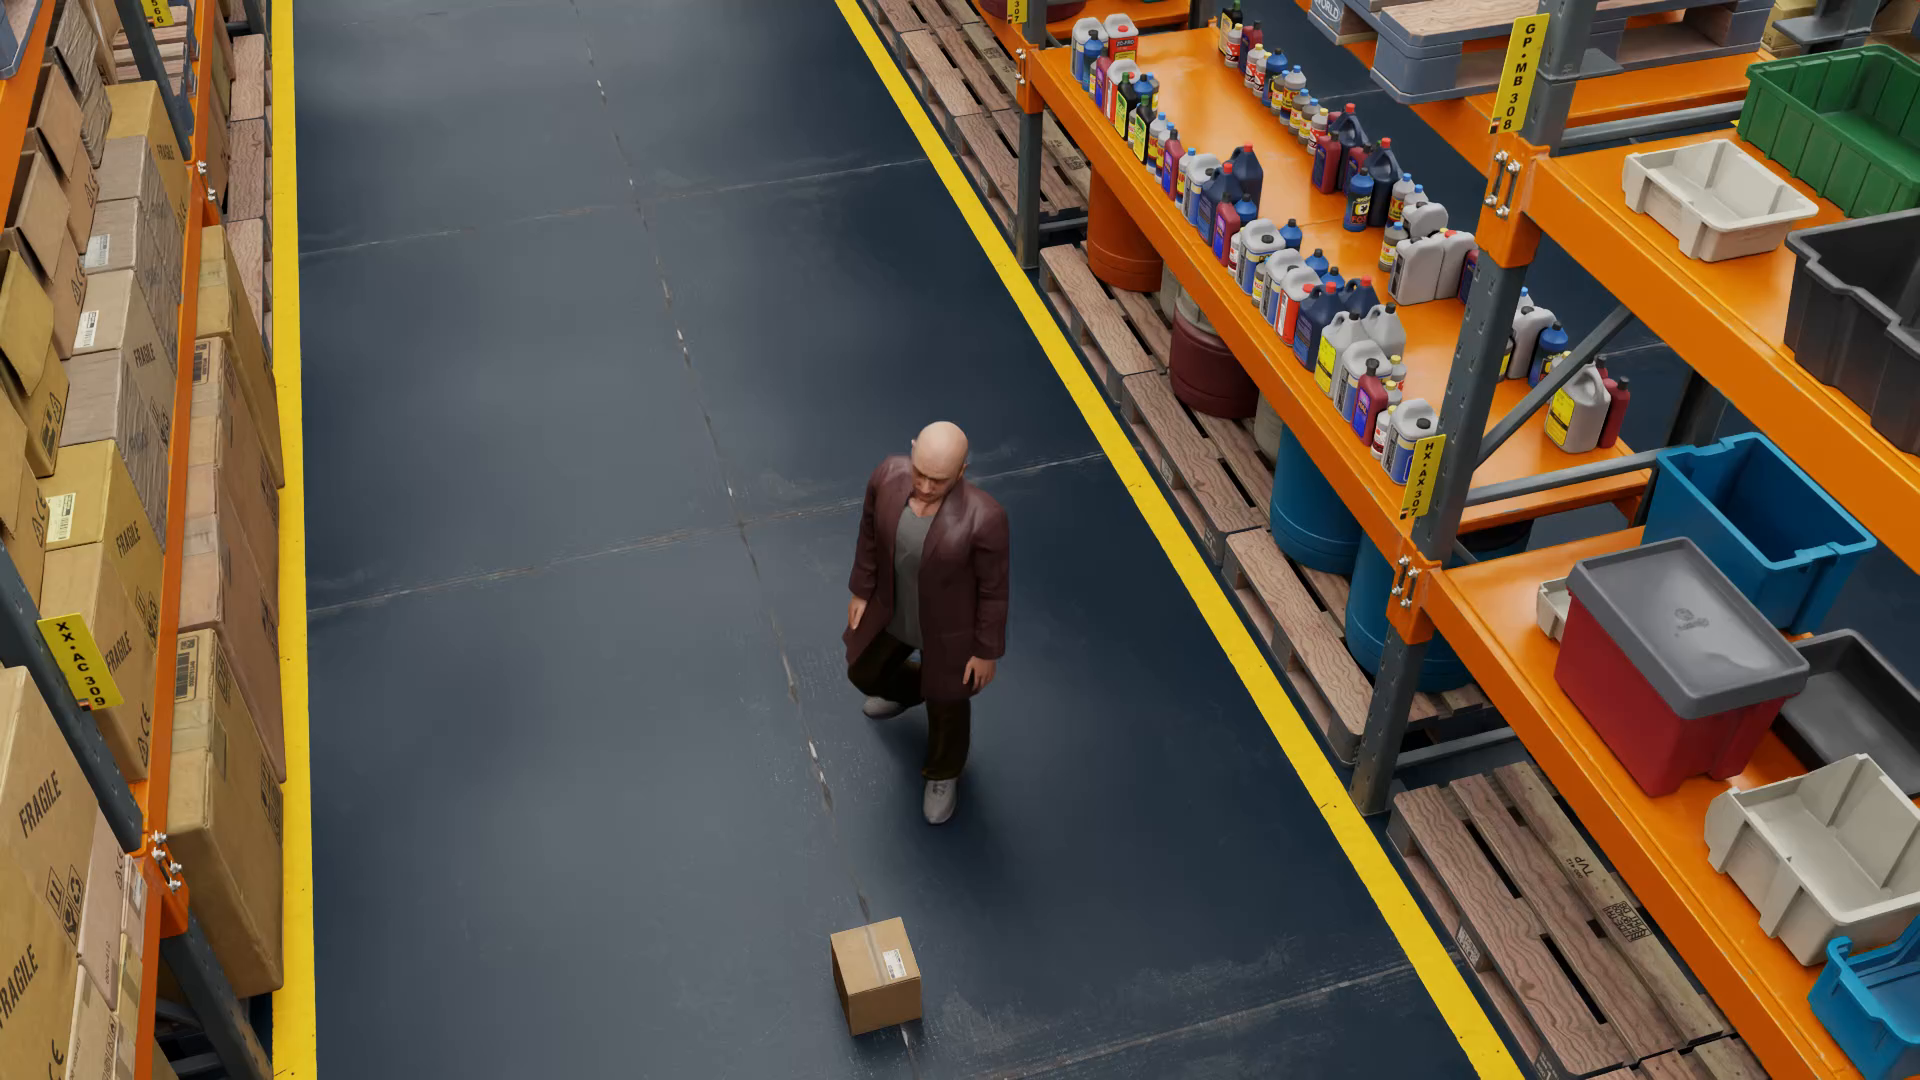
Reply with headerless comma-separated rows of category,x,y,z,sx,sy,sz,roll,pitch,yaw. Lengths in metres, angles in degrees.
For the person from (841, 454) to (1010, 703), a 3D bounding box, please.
person,-0.124,0.126,5.671,0.630,0.945,0.377,24,47,25
